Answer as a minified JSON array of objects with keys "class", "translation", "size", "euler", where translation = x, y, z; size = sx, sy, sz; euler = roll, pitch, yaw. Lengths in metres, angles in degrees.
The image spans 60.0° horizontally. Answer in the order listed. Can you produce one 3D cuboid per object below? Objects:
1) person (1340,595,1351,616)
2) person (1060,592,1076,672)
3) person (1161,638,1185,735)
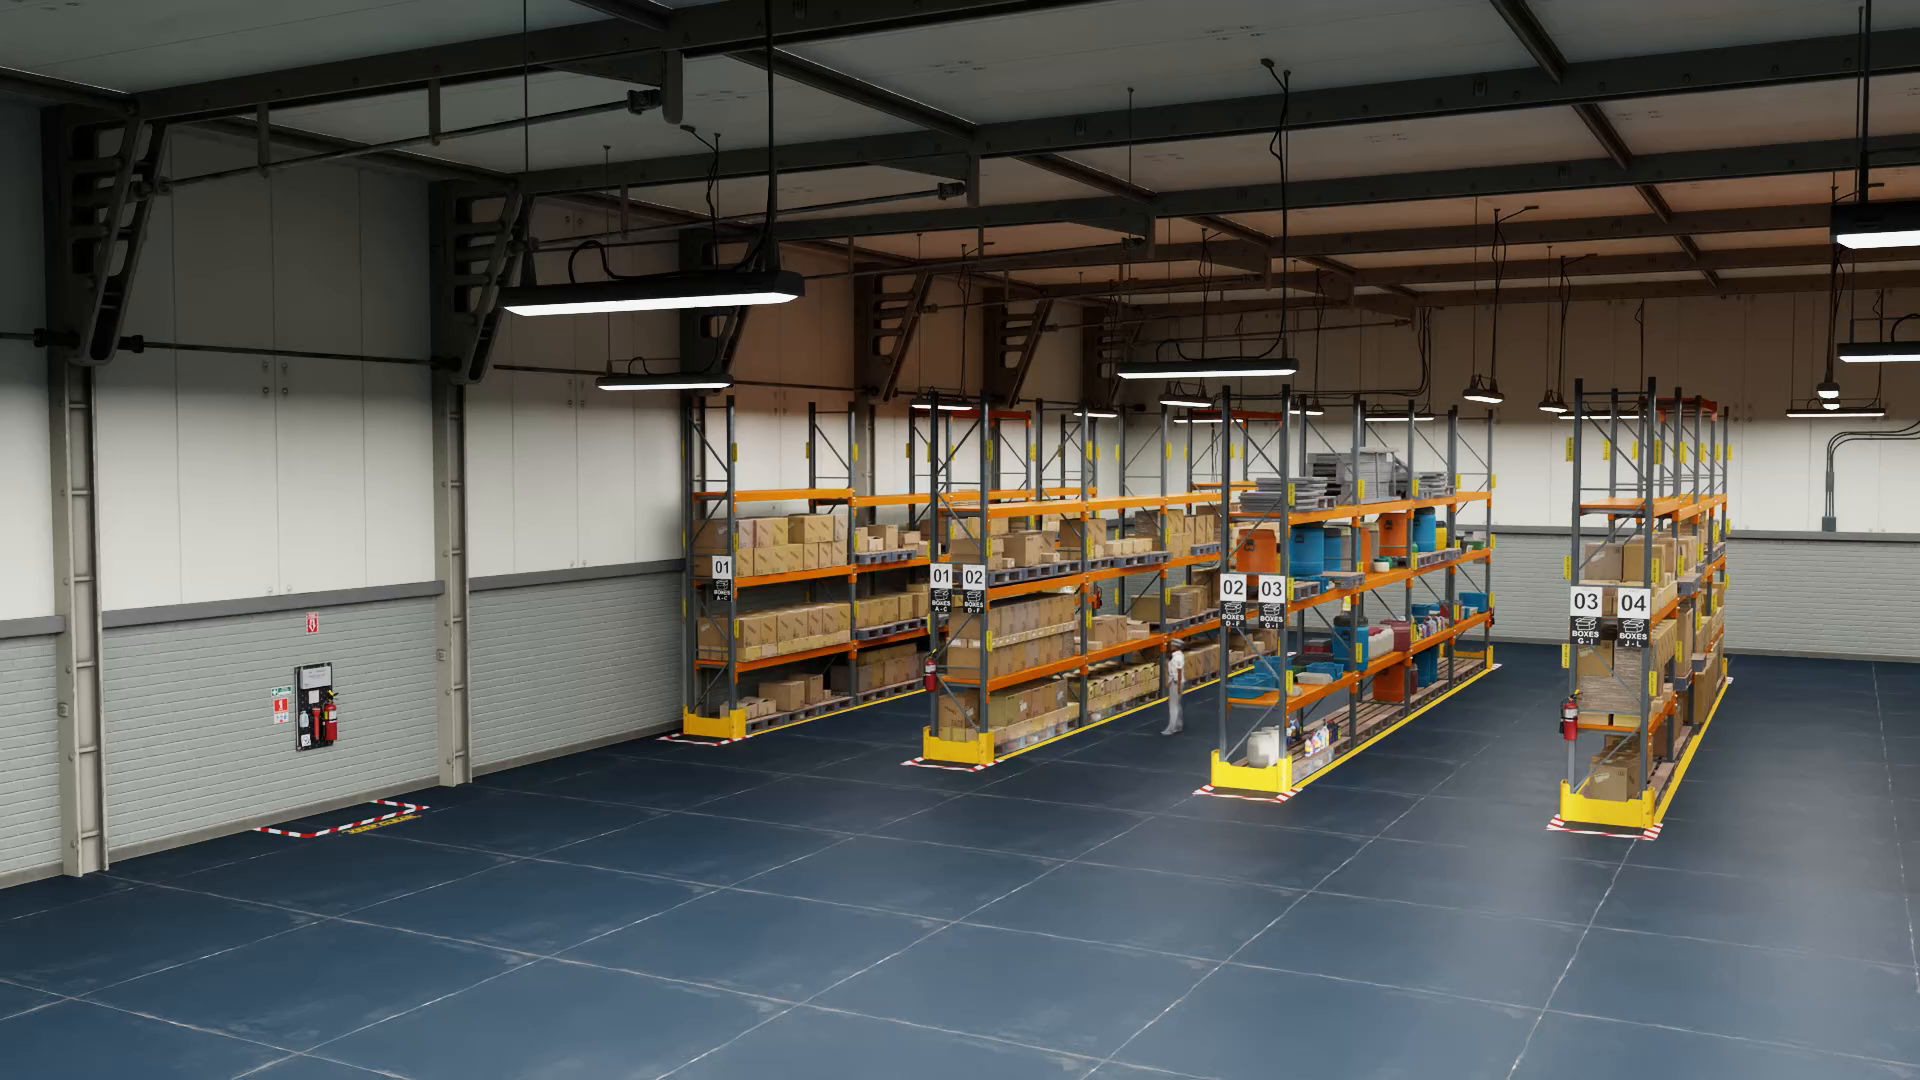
[{"class":"person","translation":[10.107,1.869,42.898],"size":[0.592,1.787,0.567],"euler":[1,3,26]},{"class":"person","translation":[2.318,2.021,36.639],"size":[0.480,1.764,0.590],"euler":[-1,3,-13]},{"class":"person","translation":[3.805,2.599,29.698],"size":[0.417,1.696,0.596],"euler":[0,3,8]}]
